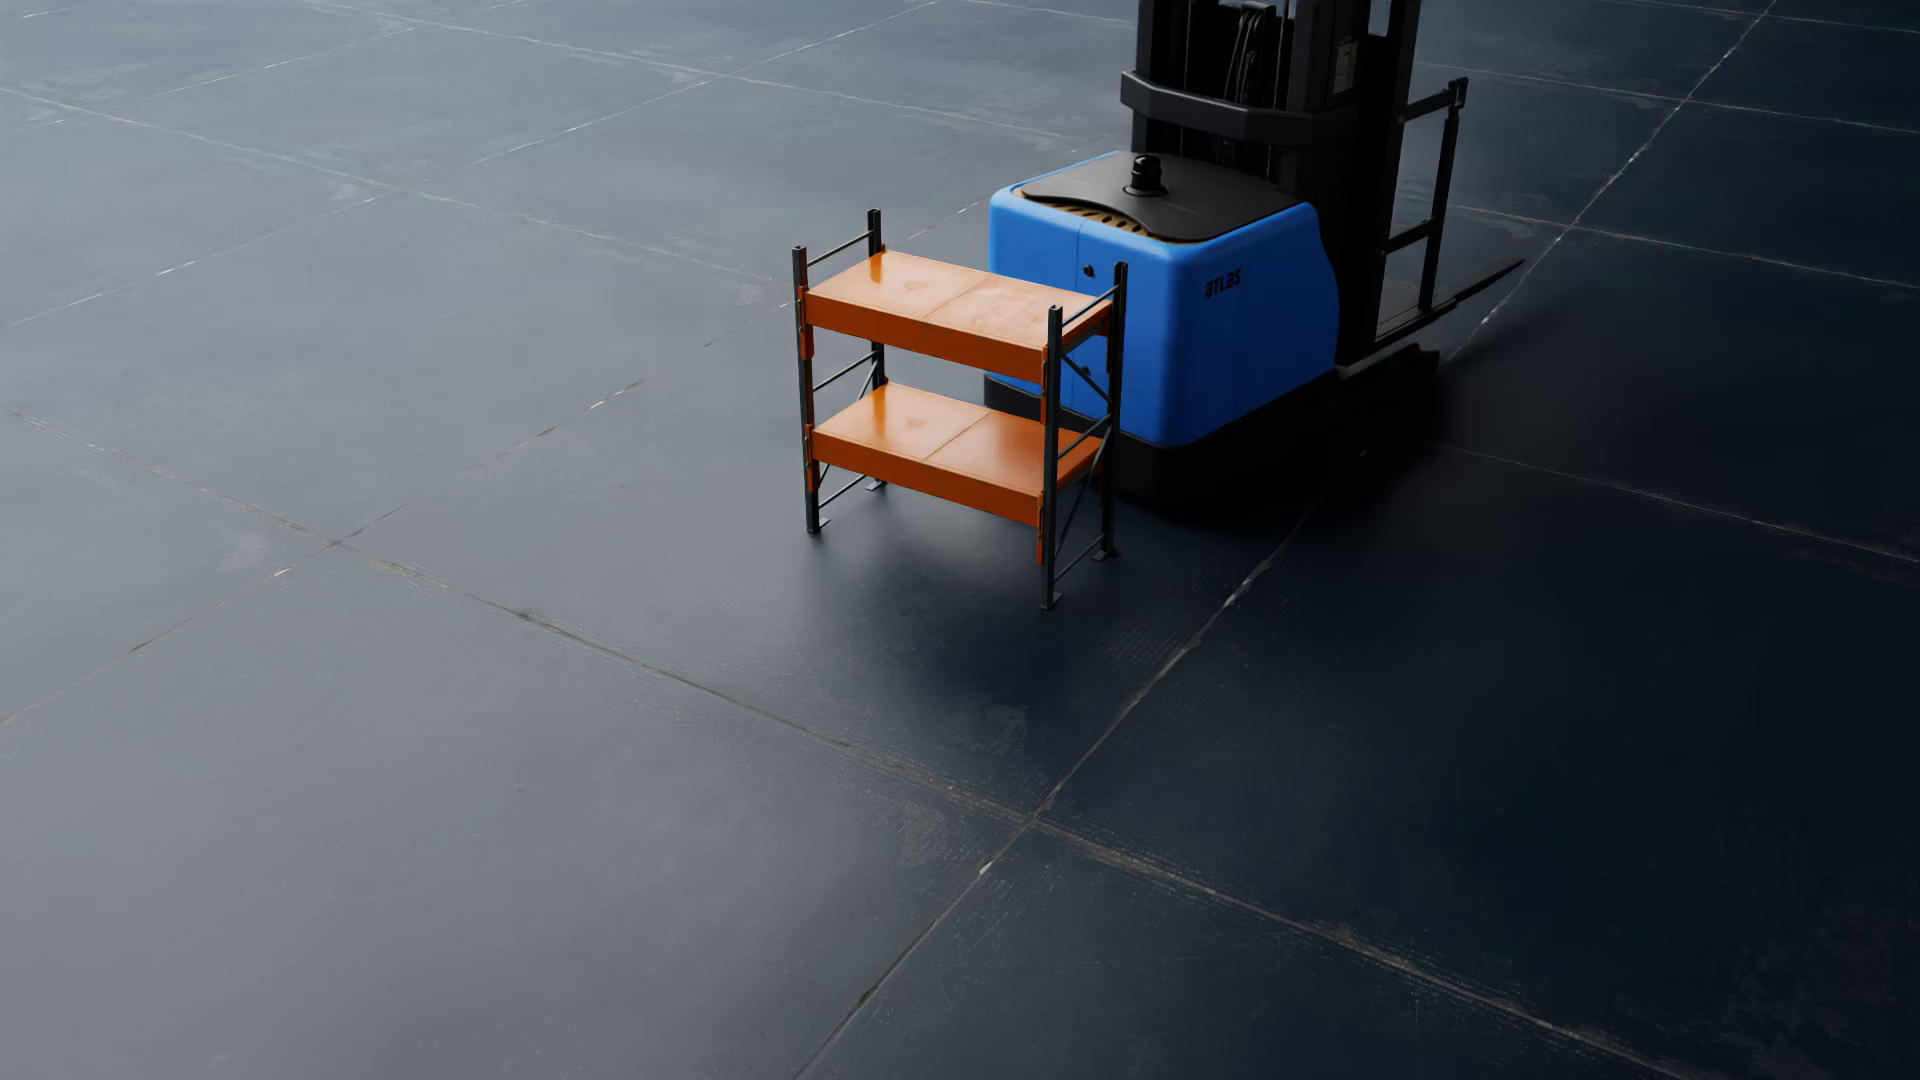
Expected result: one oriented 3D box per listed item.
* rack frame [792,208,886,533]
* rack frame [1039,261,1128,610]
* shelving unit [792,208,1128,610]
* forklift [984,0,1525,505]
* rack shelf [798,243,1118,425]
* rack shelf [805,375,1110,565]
[{"bbox_3d":[-0.436,-0.624,6.203,0.032,1.125,0.500,18,35,27],"label":"rack frame"},{"bbox_3d":[0.425,-0.351,5.736,0.032,1.125,0.500,18,35,27],"label":"rack frame"},{"bbox_3d":[-0.006,-0.488,5.970,1.048,1.125,0.538,18,35,27],"label":"shelving unit"},{"bbox_3d":[1.491,-2.045,6.846,1.130,2.935,3.031,26,39,37],"label":"forklift"},{"bbox_3d":[-0.006,-0.740,5.822,1.000,0.278,0.538,18,35,27],"label":"rack shelf"},{"bbox_3d":[-0.006,-0.276,6.093,1.000,0.278,0.538,18,35,27],"label":"rack shelf"}]
